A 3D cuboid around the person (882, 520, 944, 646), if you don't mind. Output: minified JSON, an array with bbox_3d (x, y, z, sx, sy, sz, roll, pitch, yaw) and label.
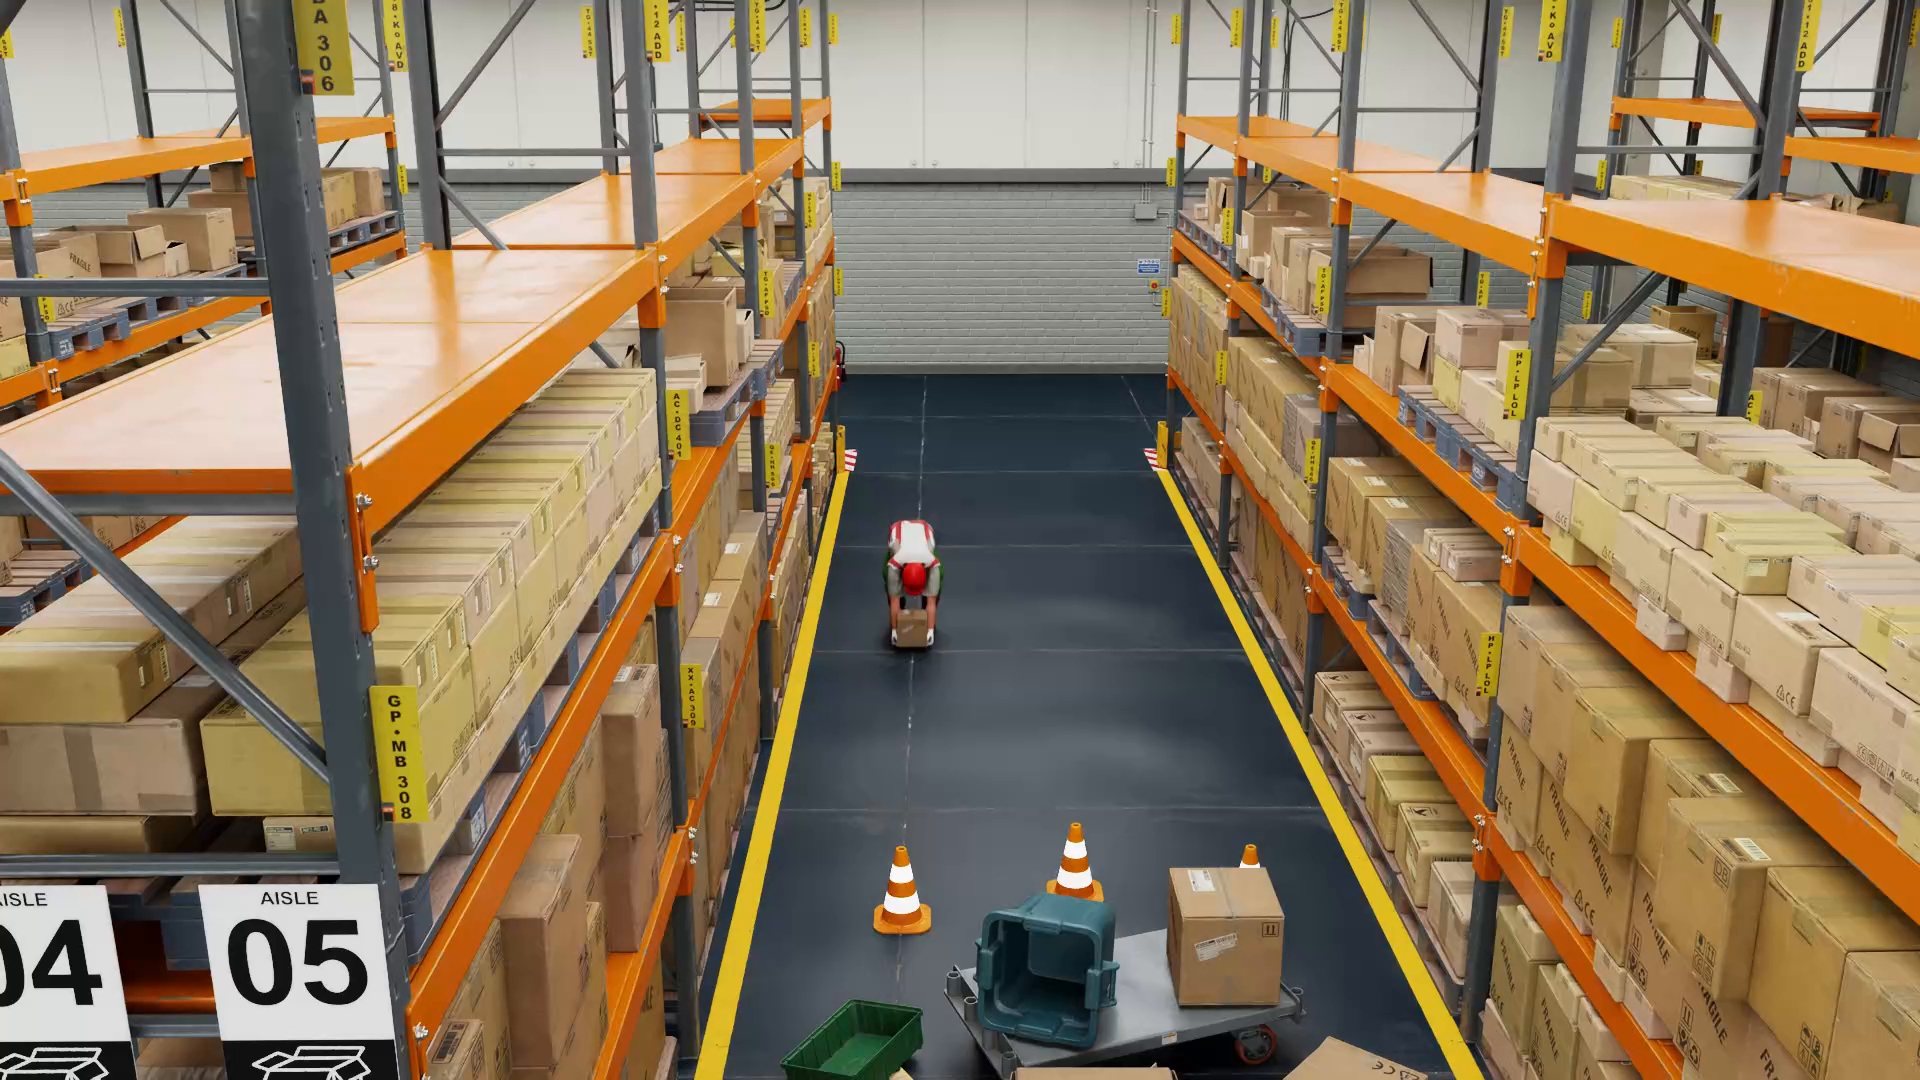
[{"bbox_3d":[-0.399,0.366,14.290,0.532,0.970,0.948,-1,17,-3],"label":"person"}]
